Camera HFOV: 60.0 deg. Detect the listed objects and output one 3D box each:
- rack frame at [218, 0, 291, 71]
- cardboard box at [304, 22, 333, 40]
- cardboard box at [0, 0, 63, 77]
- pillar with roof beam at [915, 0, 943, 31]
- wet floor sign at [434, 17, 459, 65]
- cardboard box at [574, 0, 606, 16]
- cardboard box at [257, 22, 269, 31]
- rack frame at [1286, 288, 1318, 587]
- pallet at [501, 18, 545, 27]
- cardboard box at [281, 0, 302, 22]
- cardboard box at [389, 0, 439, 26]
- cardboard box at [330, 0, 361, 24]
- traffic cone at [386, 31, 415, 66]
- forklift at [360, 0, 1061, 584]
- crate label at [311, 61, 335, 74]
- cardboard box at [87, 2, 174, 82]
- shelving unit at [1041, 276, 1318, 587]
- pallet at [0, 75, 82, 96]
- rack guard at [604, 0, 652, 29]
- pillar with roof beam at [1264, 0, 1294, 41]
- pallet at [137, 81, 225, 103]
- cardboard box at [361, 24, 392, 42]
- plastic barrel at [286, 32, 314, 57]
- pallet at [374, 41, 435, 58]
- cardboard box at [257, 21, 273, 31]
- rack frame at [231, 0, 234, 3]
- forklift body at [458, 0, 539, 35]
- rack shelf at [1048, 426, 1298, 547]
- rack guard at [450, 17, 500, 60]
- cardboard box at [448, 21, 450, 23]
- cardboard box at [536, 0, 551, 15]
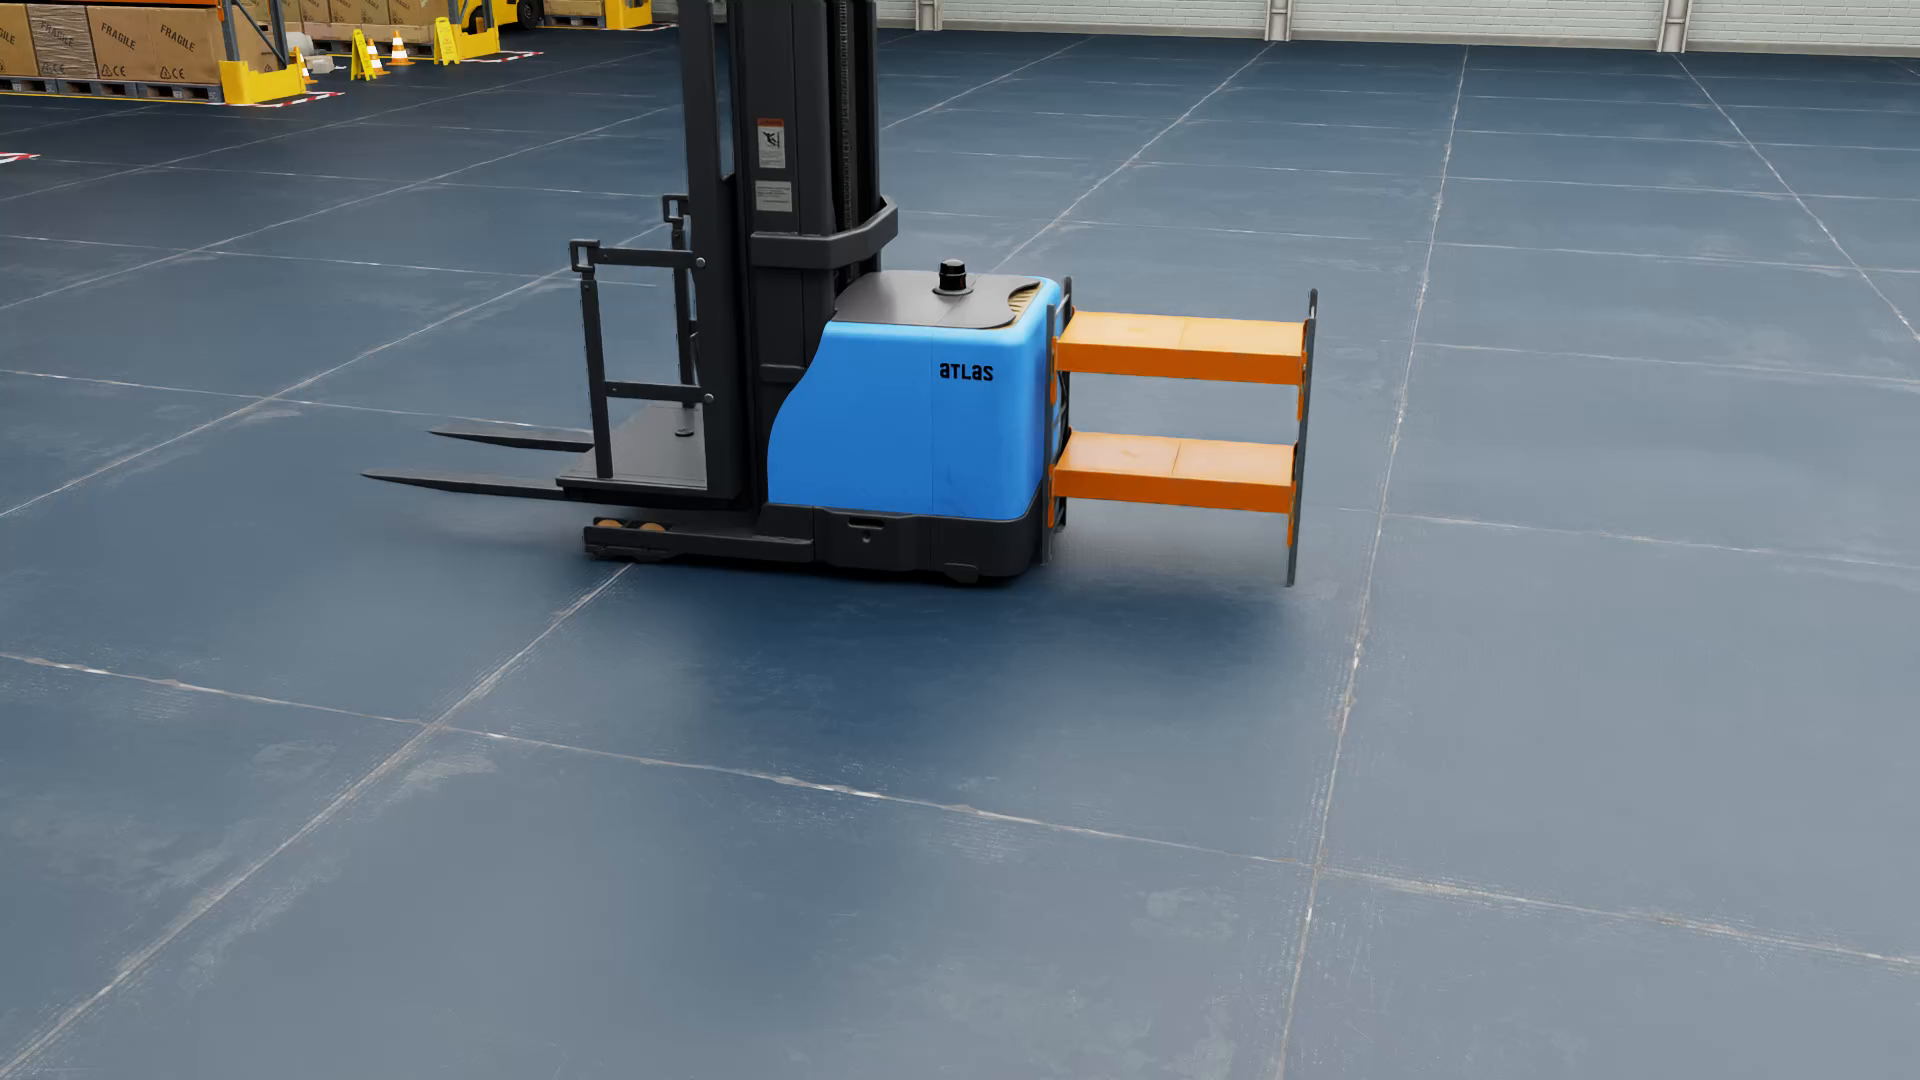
[{"bbox_3d":[-8.638,-6.883,20.098,0.127,3.000,1.000,7,23,16],"label":"rack frame"},{"bbox_3d":[-9.625,-7.779,25.351,0.500,0.250,0.500,6,23,15],"label":"cardboard box"},{"bbox_3d":[-11.886,-6.438,21.260,0.875,0.875,0.875,7,23,16],"label":"cardboard box"},{"bbox_3d":[-1.780,-11.454,23.336,0.400,9.000,9.100,7,23,16],"label":"pillar with roof beam"},{"bbox_3d":[-7.432,-7.194,23.957,0.232,0.644,0.267,16,27,34],"label":"wet floor sign"},{"bbox_3d":[-6.416,-9.355,29.195,0.500,0.250,0.500,7,23,16],"label":"cardboard box"},{"bbox_3d":[-10.502,-7.364,24.560,0.500,0.500,0.500,-14,26,-30],"label":"cardboard box"},{"bbox_3d":[1.404,-0.422,6.815,0.032,1.125,0.500,5,23,11],"label":"rack frame"},{"bbox_3d":[-7.783,-9.410,29.931,1.213,0.211,1.003,7,23,15],"label":"pallet"},{"bbox_3d":[-10.132,-8.183,25.348,0.500,0.500,0.500,8,23,18],"label":"cardboard box"},{"bbox_3d":[-8.147,-7.955,24.792,0.500,0.500,0.500,7,23,16],"label":"cardboard box"},{"bbox_3d":[-9.129,-8.069,25.070,0.500,0.500,0.500,6,23,14],"label":"cardboard box"},{"bbox_3d":[-8.089,-7.097,23.963,0.334,0.463,0.336,7,23,16],"label":"traffic cone"},{"bbox_3d":[-1.122,-1.447,6.936,3.031,2.935,1.130,5,23,11],"label":"forklift"},{"bbox_3d":[-8.855,-6.570,23.106,0.298,0.136,0.250,-5,23,-12],"label":"crate label"},{"bbox_3d":[-10.149,-6.240,20.777,0.875,0.875,0.875,6,23,15],"label":"cardboard box"},{"bbox_3d":[0.907,-0.462,6.914,1.048,1.125,0.538,5,23,11],"label":"shelving unit"},{"bbox_3d":[-11.762,-5.920,21.423,1.213,0.211,1.003,7,23,15],"label":"pallet"},{"bbox_3d":[-5.852,-9.337,29.375,0.348,0.500,1.175,7,23,16],"label":"rack guard"},{"bbox_3d":[3.964,-10.796,21.732,0.400,9.000,9.100,7,23,16],"label":"pillar with roof beam"},{"bbox_3d":[-9.426,-5.652,20.771,1.213,0.211,1.003,7,23,15],"label":"pallet"},{"bbox_3d":[-8.650,-7.665,25.074,0.500,0.250,0.500,7,23,16],"label":"cardboard box"},{"bbox_3d":[-9.720,-7.177,24.209,0.512,0.421,0.421,-14,26,-30],"label":"plastic barrel"},{"bbox_3d":[-8.145,-7.513,25.307,1.213,0.211,1.003,7,23,16],"label":"pallet"},{"bbox_3d":[-10.648,-7.891,25.623,0.500,0.250,0.500,5,23,13],"label":"cardboard box"},{"bbox_3d":[-13.534,-11.373,31.045,0.127,3.000,1.000,7,23,16],"label":"rack frame"},{"bbox_3d":[-8.217,-9.649,27.959,1.214,2.155,2.313,7,23,16],"label":"forklift body"},{"bbox_3d":[0.907,-0.236,7.007,1.000,0.278,0.538,5,23,11],"label":"rack shelf"},{"bbox_3d":[-7.378,-7.544,25.004,0.348,0.500,1.175,7,23,16],"label":"rack guard"},{"bbox_3d":[-7.997,-7.804,25.412,0.500,0.250,0.500,6,23,15],"label":"cardboard box"},{"bbox_3d":[-7.366,-9.471,29.478,0.500,0.250,0.500,7,23,16],"label":"cardboard box"}]
